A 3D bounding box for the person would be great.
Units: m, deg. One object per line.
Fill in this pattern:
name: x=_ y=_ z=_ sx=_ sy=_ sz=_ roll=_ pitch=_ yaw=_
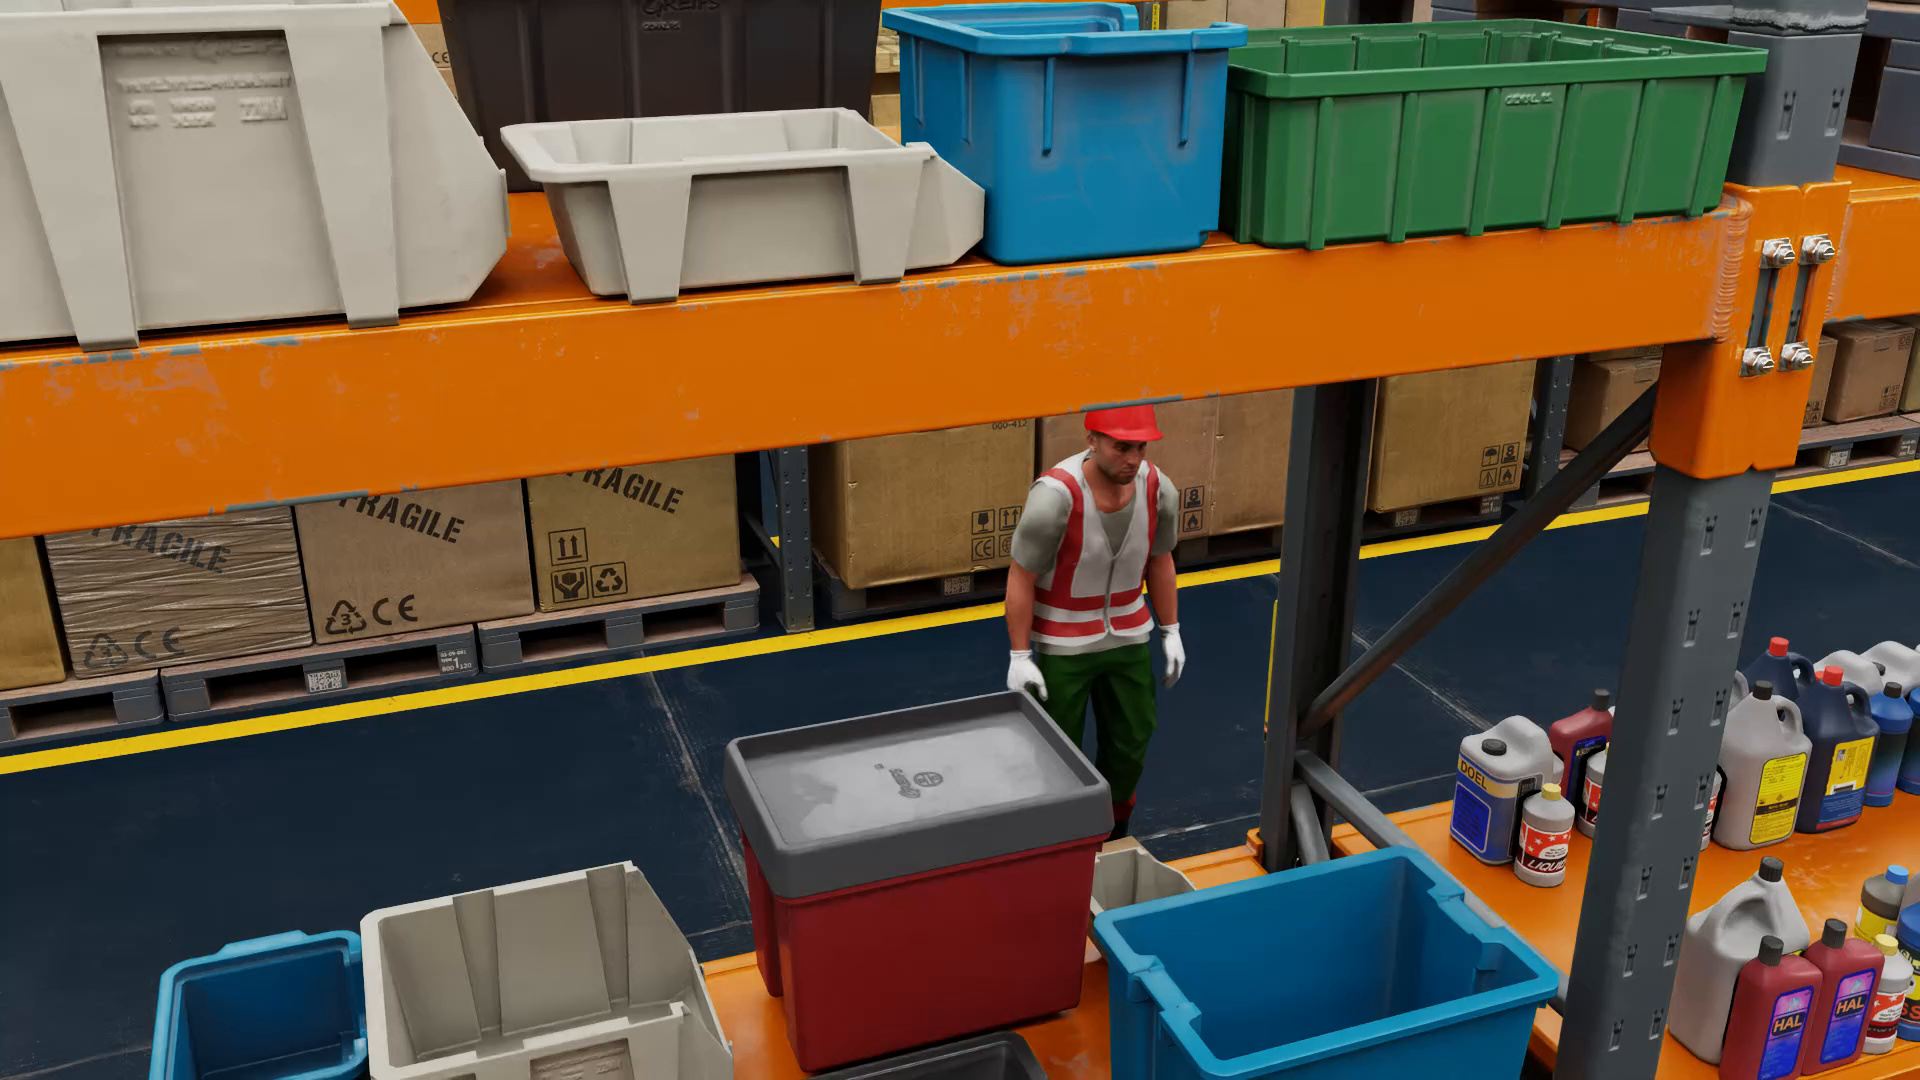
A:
person: x=0.427 y=0.353 z=5.213 sx=0.620 sy=1.779 sz=0.454 roll=-9 pitch=24 yaw=-20
